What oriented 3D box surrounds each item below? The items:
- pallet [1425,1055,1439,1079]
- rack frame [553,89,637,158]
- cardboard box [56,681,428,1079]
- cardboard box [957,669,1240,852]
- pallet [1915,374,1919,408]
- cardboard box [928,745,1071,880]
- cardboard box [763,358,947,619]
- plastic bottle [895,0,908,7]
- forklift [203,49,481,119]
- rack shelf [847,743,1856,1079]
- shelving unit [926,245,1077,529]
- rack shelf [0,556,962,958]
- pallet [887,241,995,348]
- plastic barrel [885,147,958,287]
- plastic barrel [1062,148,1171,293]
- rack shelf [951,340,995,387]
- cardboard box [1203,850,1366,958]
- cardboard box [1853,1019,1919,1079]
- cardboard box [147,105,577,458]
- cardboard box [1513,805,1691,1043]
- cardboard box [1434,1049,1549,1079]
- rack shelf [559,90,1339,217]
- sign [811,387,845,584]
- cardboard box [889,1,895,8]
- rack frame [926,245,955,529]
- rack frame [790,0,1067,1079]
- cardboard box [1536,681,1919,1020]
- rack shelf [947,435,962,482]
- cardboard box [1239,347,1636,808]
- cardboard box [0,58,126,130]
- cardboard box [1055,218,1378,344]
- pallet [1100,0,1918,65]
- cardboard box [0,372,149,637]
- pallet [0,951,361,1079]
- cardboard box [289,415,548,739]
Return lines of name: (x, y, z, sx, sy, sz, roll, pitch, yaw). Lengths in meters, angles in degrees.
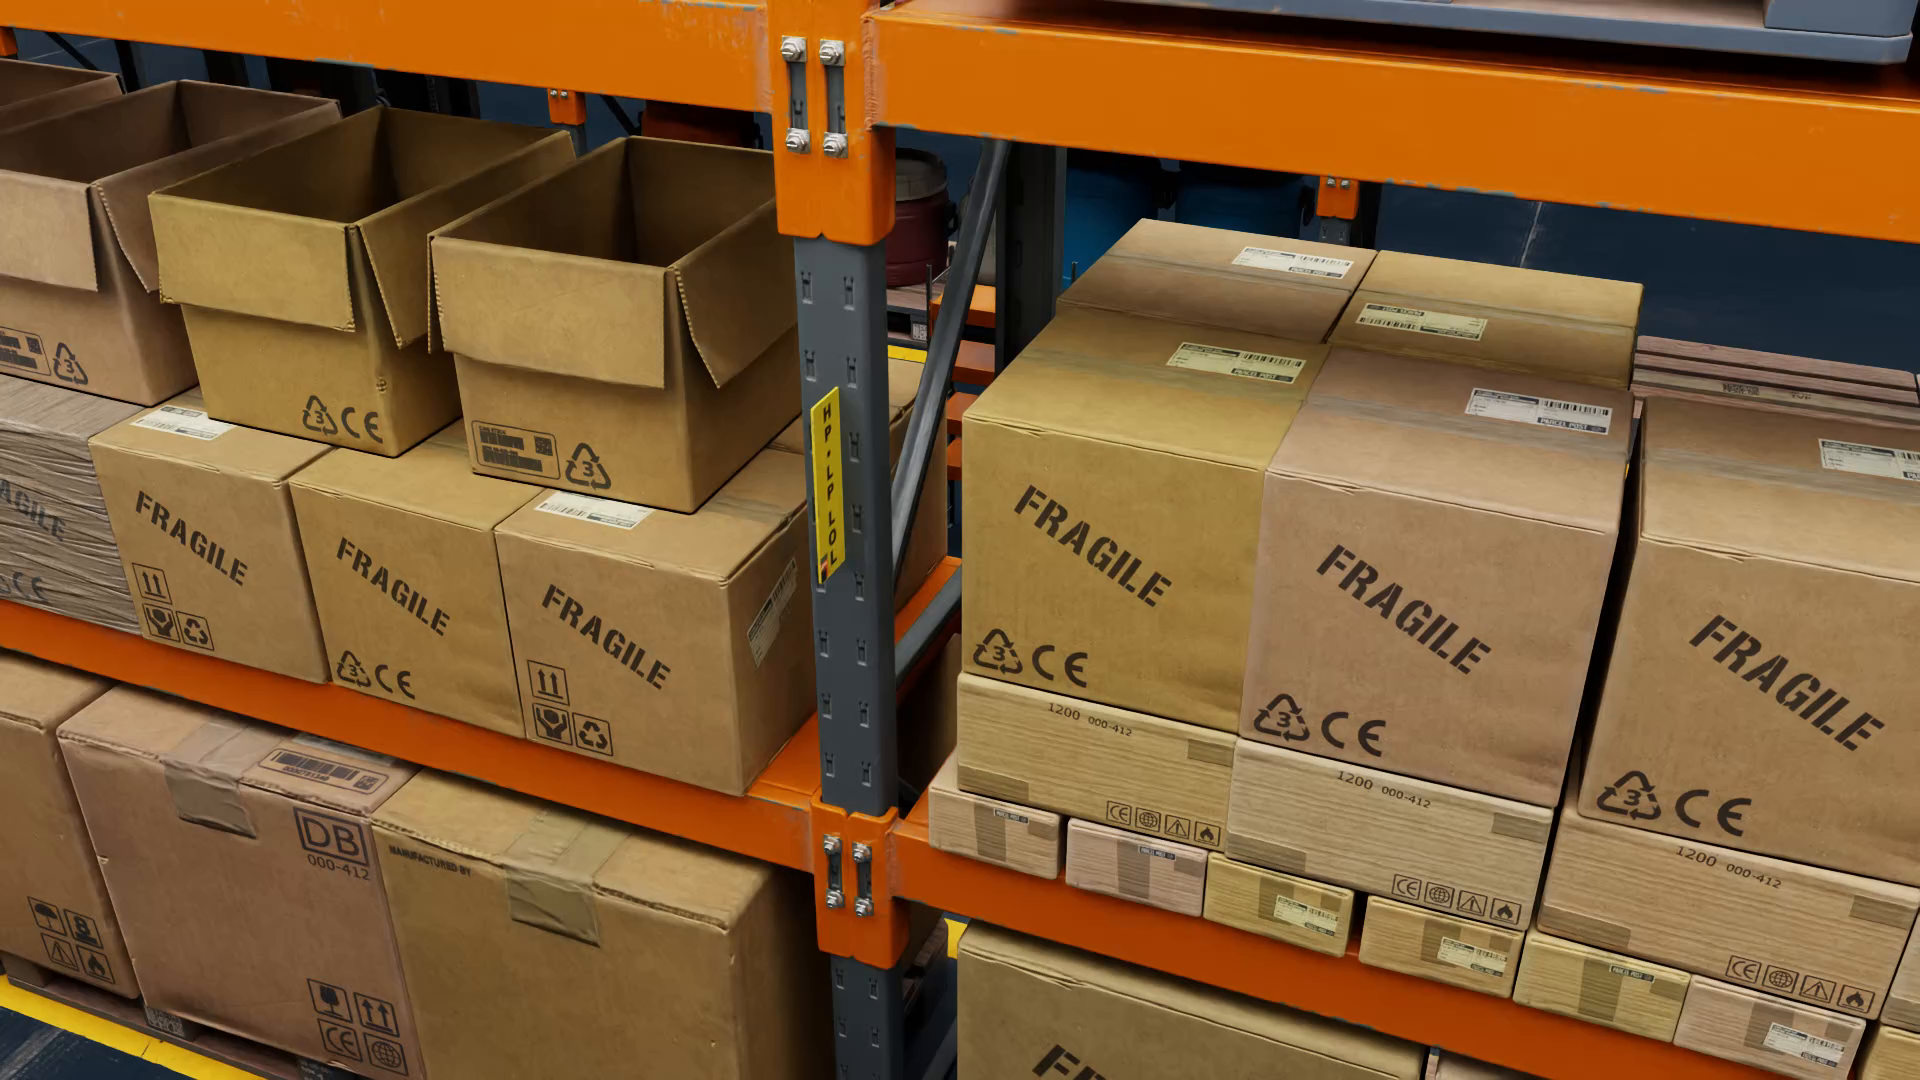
pallet: (0.654, 1.522, 3.843, 1.213, 0.211, 1.003, 11, 31, 19)
rack frame: (-1.866, -2.867, 8.774, 0.127, 3.000, 1.000, 11, 31, 19)
cardboard box: (-1.451, 0.600, 4.373, 0.875, 0.875, 1.225, 10, 31, 17)
cardboard box: (0.315, 0.274, 3.067, 0.500, 0.250, 0.500, 11, 31, 18)
pallet: (4.797, -0.343, 7.142, 1.213, 0.211, 1.003, 11, 31, 19)
cardboard box: (0.127, 0.447, 3.165, 0.250, 0.149, 0.380, 11, 31, 19)
cardboard box: (-0.354, -0.111, 3.796, 0.500, 0.500, 0.500, 11, 31, 19)
plastic bottle: (-0.272, -2.724, 8.640, 0.133, 0.283, 0.061, 11, 31, 19)
forklift: (-2.708, -1.550, 6.514, 3.031, 2.935, 1.130, 6, 30, 11)
rack shelf: (1.832, 0.815, 2.991, 4.000, 0.370, 1.077, 11, 31, 19)
shelving unit: (0.153, -0.492, 6.401, 0.503, 1.200, 0.258, 11, 31, 19)
rack shelf: (-1.875, 0.075, 4.300, 4.000, 0.370, 1.077, 11, 31, 19)
pallet: (0.007, -1.300, 8.835, 1.213, 0.211, 1.003, 11, 31, 19)
plastic barrel: (-0.360, -1.708, 8.748, 0.708, 0.588, 0.600, 11, 31, 19)
plastic barrel: (0.687, -1.636, 8.301, 0.708, 0.901, 0.600, 11, 31, 19)
rack shelf: (0.153, -0.628, 6.324, 0.480, 0.148, 0.258, 11, 31, 19)
cardboard box: (0.615, 0.544, 2.994, 0.250, 0.149, 0.380, 12, 32, 21)
cardboard box: (1.572, 0.735, 2.657, 0.250, 0.149, 0.380, 10, 31, 18)
cardboard box: (-1.248, -0.595, 3.634, 0.637, 0.503, 0.797, 12, 32, 20)
cardboard box: (1.097, 0.639, 2.826, 0.250, 0.149, 0.380, 11, 31, 18)
cardboard box: (1.394, 1.199, 3.313, 0.875, 0.875, 0.875, 11, 31, 19)
rack shelf: (-0.013, -2.184, 8.296, 4.000, 0.370, 1.077, 11, 31, 19)
sign: (-0.217, -0.089, 2.762, 0.005, 0.325, 0.100, 11, 31, 19)
cardboard box: (-0.578, -4.339, 13.176, 0.500, 0.311, 0.500, 12, 32, 20)
rack frame: (-0.073, -0.537, 6.480, 0.015, 1.200, 0.240, 11, 31, 19)
rack frame: (-0.022, 0.132, 3.469, 0.127, 3.000, 1.000, 11, 31, 19)
cardboard box: (1.256, 0.461, 2.736, 0.500, 0.250, 0.500, 12, 32, 20)
rack shelf: (0.153, -0.260, 6.531, 0.480, 0.148, 0.258, 11, 31, 19)
cardboard box: (0.779, 0.041, 2.718, 0.500, 0.500, 0.500, 11, 31, 19)
cardboard box: (-2.454, -0.824, 4.039, 0.637, 0.503, 0.797, 12, 32, 20)
cardboard box: (0.505, -0.296, 3.313, 0.500, 0.500, 0.500, 12, 32, 21)
pallet: (0.733, -0.980, 2.476, 1.213, 0.211, 1.003, 11, 31, 19)
cardboard box: (-1.963, -0.157, 3.878, 0.500, 0.500, 0.500, 11, 31, 19)
pallet: (-1.899, 1.012, 4.745, 1.213, 0.211, 1.003, 11, 31, 19)
cardboard box: (-1.014, 0.031, 3.544, 0.500, 0.500, 0.500, 12, 32, 21)
